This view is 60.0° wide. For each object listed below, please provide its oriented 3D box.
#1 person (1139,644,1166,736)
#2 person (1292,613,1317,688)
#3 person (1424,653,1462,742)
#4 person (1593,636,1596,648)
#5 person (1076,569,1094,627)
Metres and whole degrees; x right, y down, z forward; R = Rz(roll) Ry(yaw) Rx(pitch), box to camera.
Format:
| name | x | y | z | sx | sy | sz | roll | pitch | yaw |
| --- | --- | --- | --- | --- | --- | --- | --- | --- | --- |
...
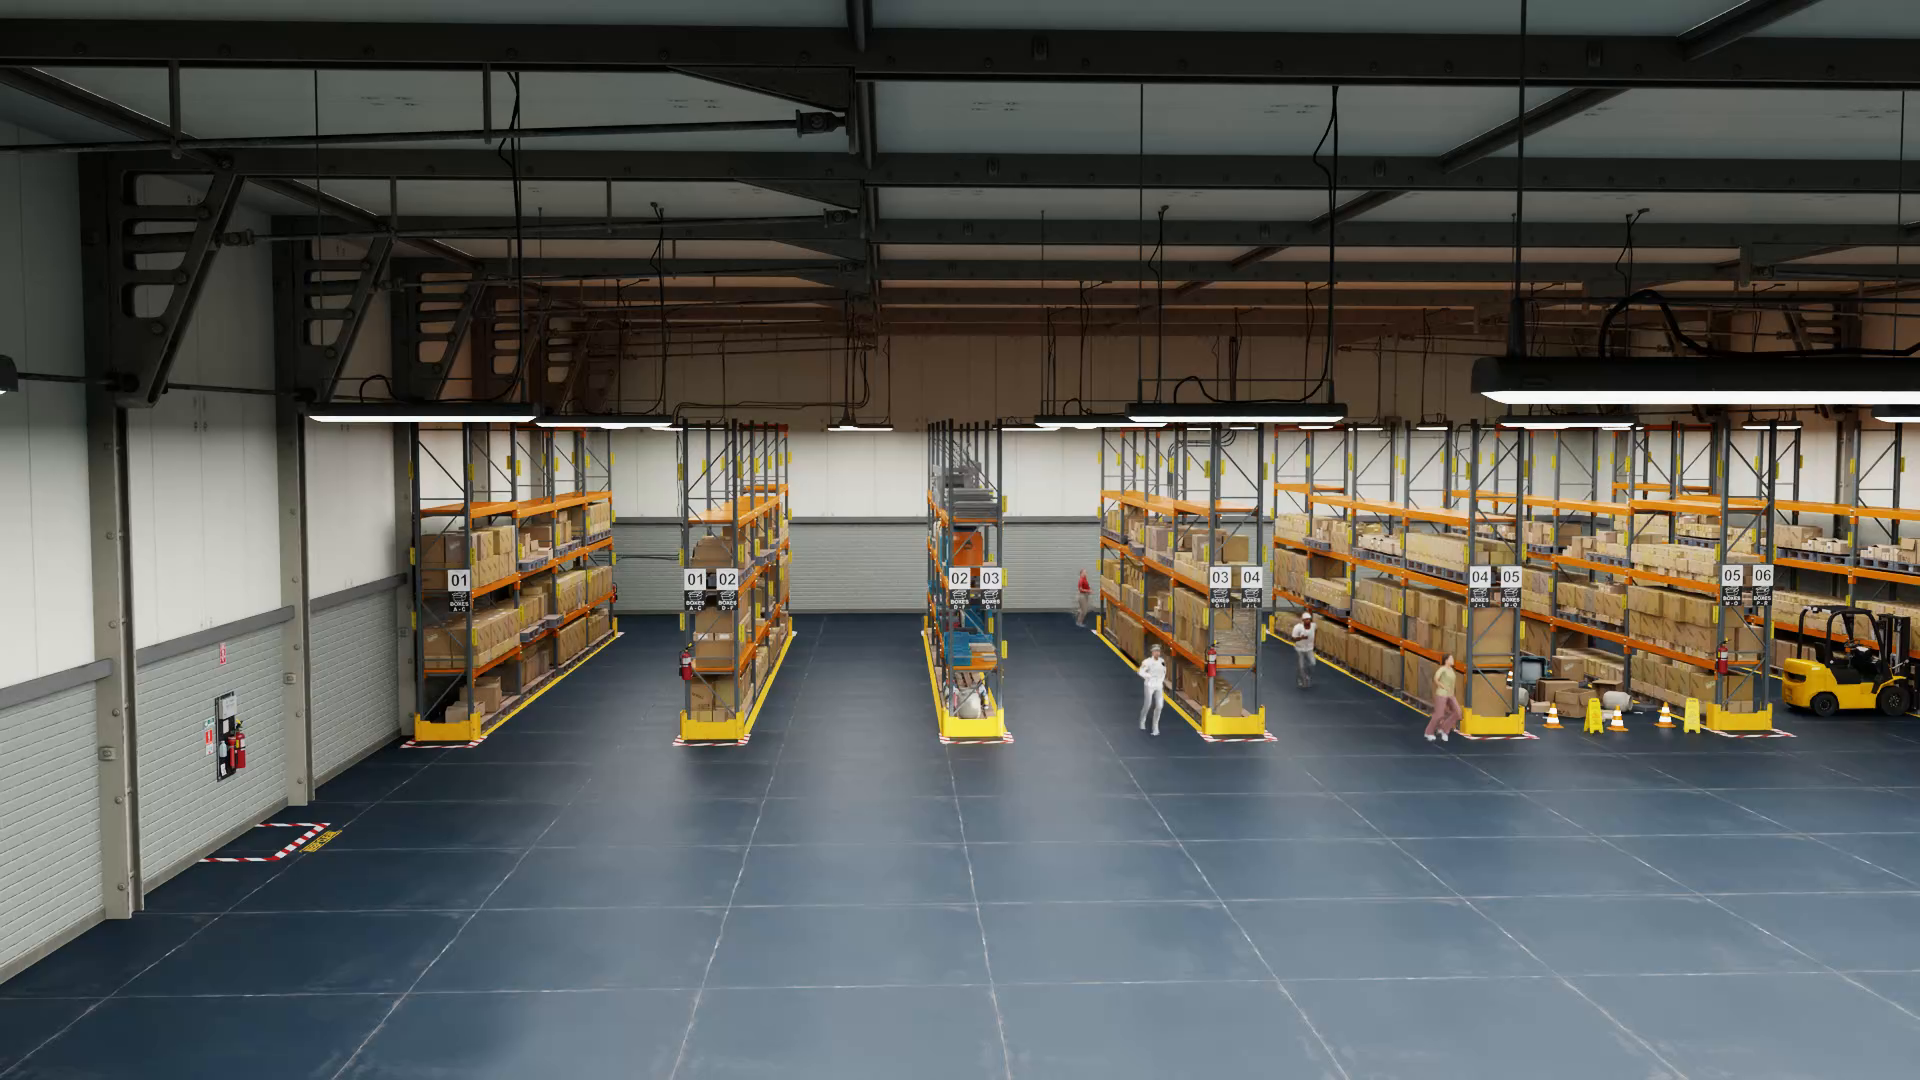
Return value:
| name | x | y | z | sx | sy | sz | roll | pitch | yaw |
| --- | --- | --- | --- | --- | --- | --- | --- | --- | --- |
| person | 3.691 | 2.849 | 31.824 | 0.627 | 1.762 | 0.726 | -1 | 4 | -15 |
| person | 7.723 | 2.464 | 37.181 | 0.667 | 1.705 | 0.822 | 0 | 4 | -5 |
| person | 9.040 | 2.913 | 30.954 | 0.622 | 1.638 | 0.647 | -3 | 5 | -37 |
| person | 16.440 | 2.157 | 43.199 | 0.615 | 1.602 | 0.708 | 0 | 4 | -4 |
| person | 3.699 | 1.718 | 49.336 | 0.578 | 1.696 | 0.716 | 1 | 4 | 12 |
